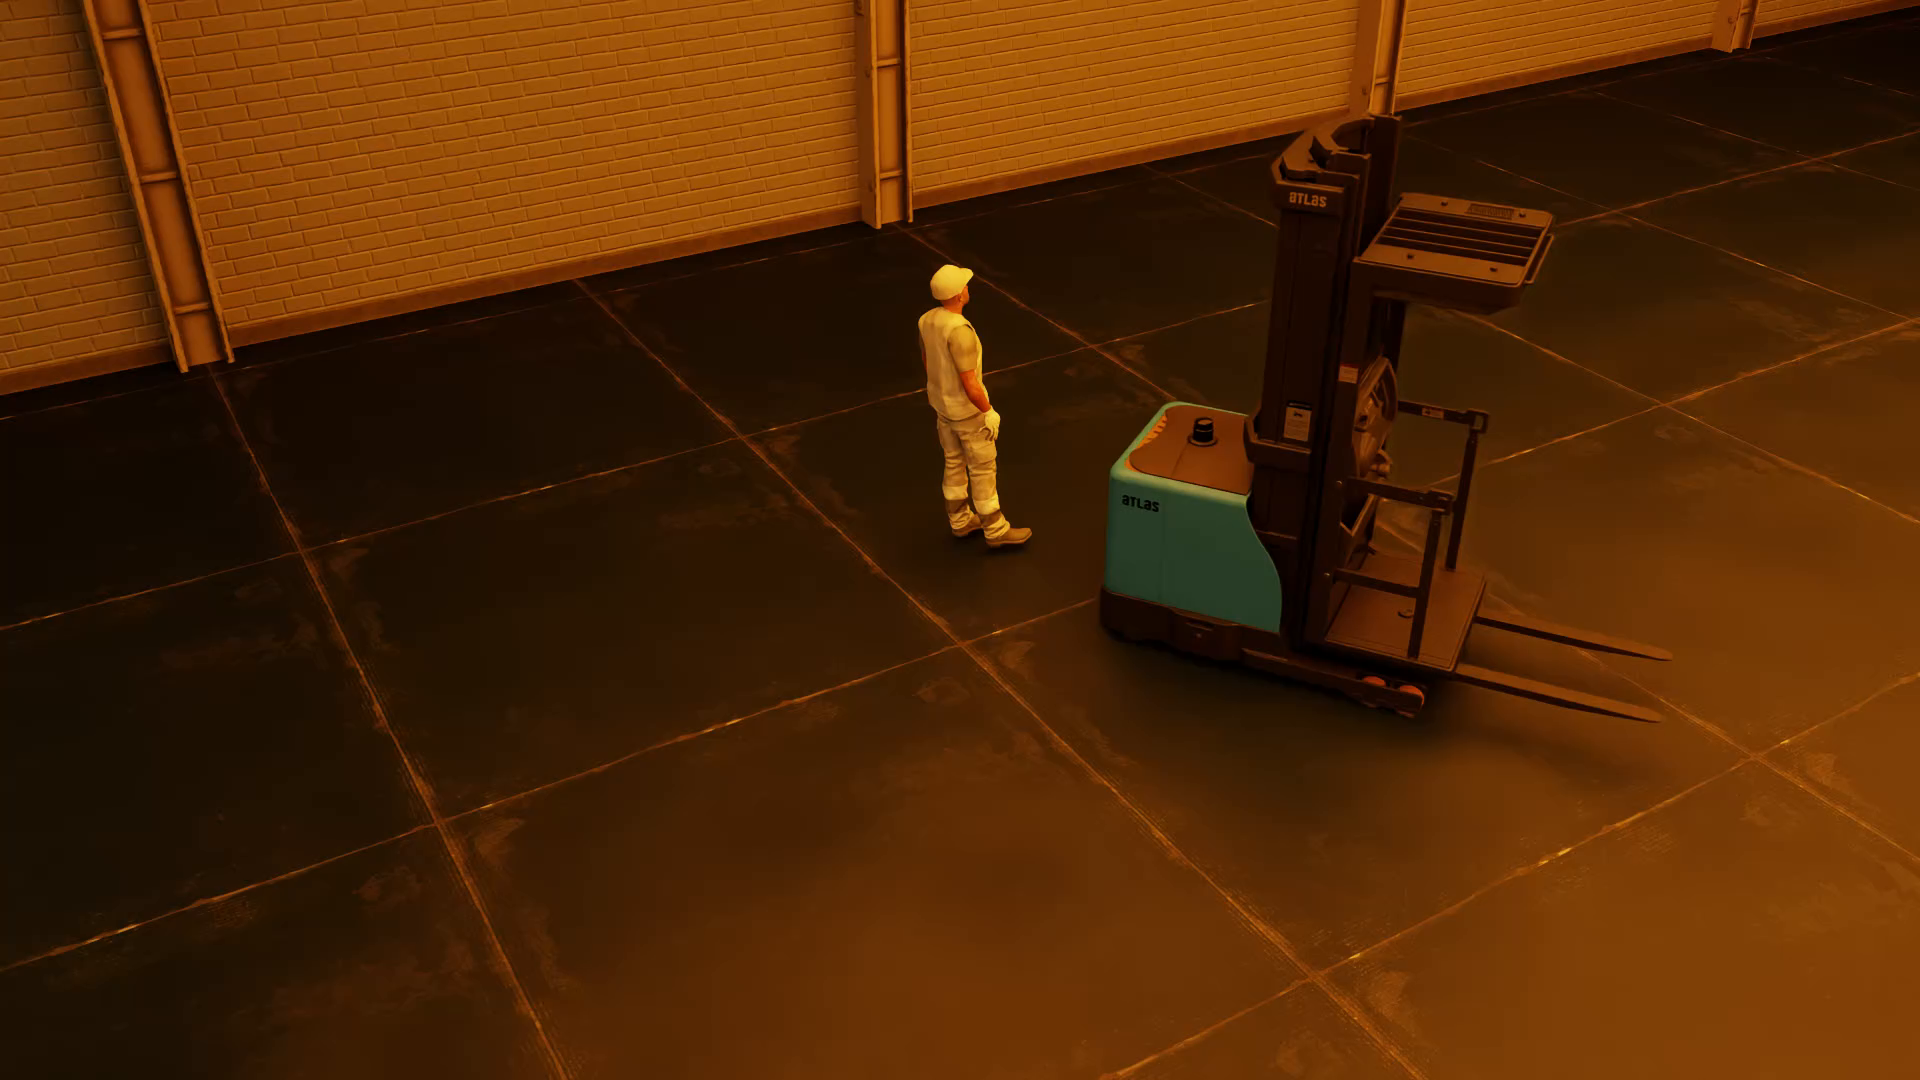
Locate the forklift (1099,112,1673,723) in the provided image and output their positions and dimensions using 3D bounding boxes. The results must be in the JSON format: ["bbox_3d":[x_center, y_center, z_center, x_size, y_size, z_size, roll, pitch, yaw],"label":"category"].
[{"bbox_3d":[2.362,-0.623,8.687,3.031,2.935,1.130,14,34,22],"label":"forklift"}]

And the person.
[{"bbox_3d":[0.075,-0.824,10.042,0.564,1.787,0.637,-17,35,-26],"label":"person"}]
